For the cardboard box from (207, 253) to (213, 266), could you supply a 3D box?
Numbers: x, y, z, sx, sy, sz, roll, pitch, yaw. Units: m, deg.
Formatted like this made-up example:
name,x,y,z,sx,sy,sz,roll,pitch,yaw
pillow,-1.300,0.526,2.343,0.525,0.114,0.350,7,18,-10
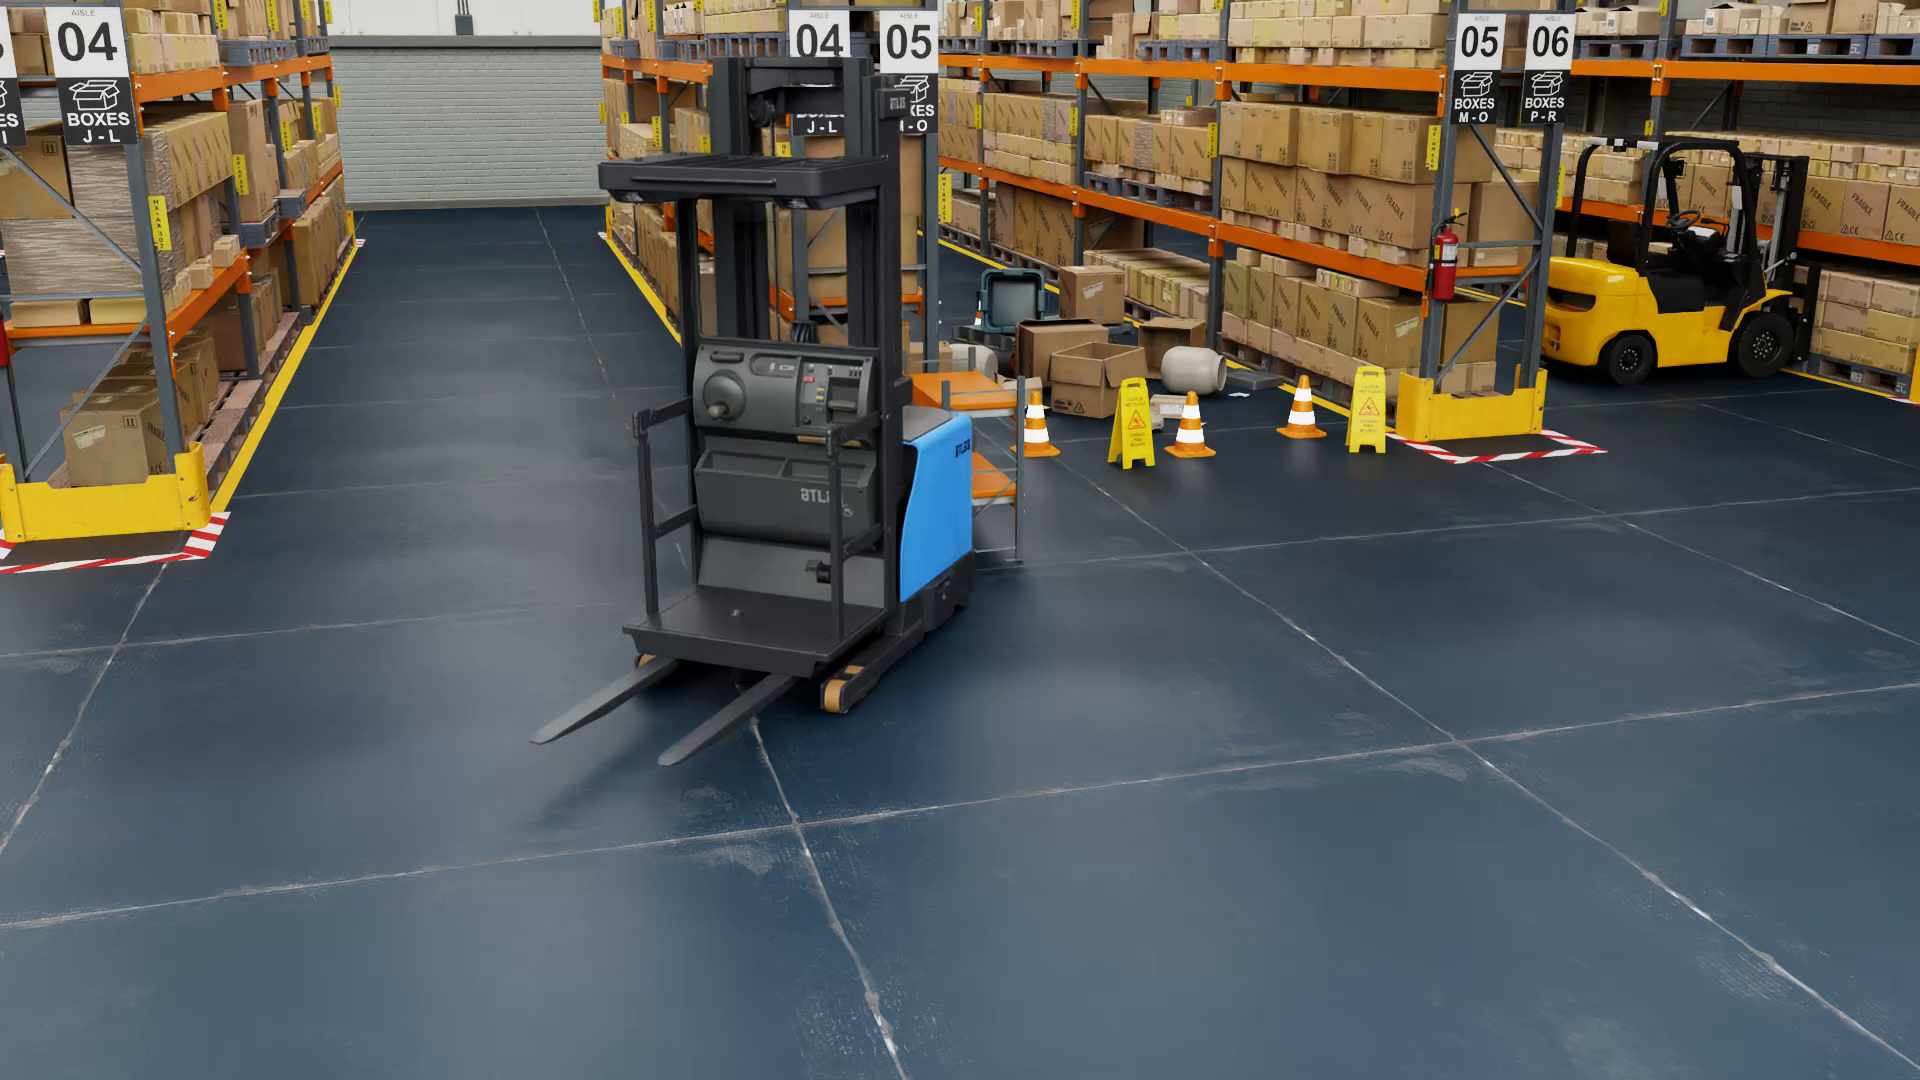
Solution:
name,x,y,z,sx,sy,sz,roll,pitch,yaw
cardboard box,-5.902,-2.089,12.630,0.380,0.149,0.250,-5,17,-15

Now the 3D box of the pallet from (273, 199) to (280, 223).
name,x,y,z,sx,sy,sz,roll,pitch,yaw
pallet,-7.056,-3.066,15.778,1.003,0.211,1.213,-5,17,-15

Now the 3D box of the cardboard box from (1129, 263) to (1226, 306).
name,x,y,z,sx,sy,sz,roll,pitch,yaw
cardboard box,2.449,-2.857,18.588,0.950,0.372,0.625,-4,17,-13

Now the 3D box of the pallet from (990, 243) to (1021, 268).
name,x,y,z,sx,sy,sz,roll,pitch,yaw
pallet,1.075,-4.049,23.564,1.003,0.211,1.213,-5,17,-15

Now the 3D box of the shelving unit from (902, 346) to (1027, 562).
name,x,y,z,sx,sy,sz,roll,pitch,yaw
shelving unit,-0.002,-0.541,10.296,0.538,1.125,1.048,-5,17,-15

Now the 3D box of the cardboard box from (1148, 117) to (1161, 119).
name,x,y,z,sx,sy,sz,roll,pitch,yaw
cardboard box,2.434,-4.631,19.234,0.500,0.500,0.500,-5,17,-16

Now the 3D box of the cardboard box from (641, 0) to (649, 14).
name,x,y,z,sx,sy,sz,roll,pitch,yaw
cardboard box,-3.577,-6.363,19.702,0.396,0.266,0.258,-5,17,-15

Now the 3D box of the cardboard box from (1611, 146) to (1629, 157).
name,x,y,z,sx,sy,sz,roll,pitch,yaw
cardboard box,7.364,-4.278,18.178,0.380,0.149,0.250,-5,17,-16

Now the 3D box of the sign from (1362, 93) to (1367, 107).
name,x,y,z,sx,sy,sz,roll,pitch,yaw
sign,6.094,-6.585,25.146,0.100,0.325,0.005,-5,17,-15

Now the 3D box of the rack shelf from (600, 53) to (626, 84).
name,x,y,z,sx,sy,sz,roll,pitch,yaw
rack shelf,-4.491,-6.818,23.972,1.077,0.370,4.000,-5,17,-15

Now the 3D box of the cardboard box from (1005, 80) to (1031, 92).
name,x,y,z,sx,sy,sz,roll,pitch,yaw
cardboard box,0.867,-6.607,24.193,0.380,0.149,0.250,-4,17,-14

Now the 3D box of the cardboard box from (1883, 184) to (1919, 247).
name,x,y,z,sx,sy,sz,roll,pitch,yaw
cardboard box,8.472,-2.829,14.483,0.500,0.500,0.500,-5,17,-16

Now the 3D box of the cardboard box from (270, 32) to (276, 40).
name,x,y,z,sx,sy,sz,roll,pitch,yaw
cardboard box,-8.221,-5.952,18.931,0.797,0.503,0.637,-5,17,-16

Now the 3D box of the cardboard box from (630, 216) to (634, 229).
name,x,y,z,sx,sy,sz,roll,pitch,yaw
cardboard box,-4.398,-4.439,23.206,0.380,0.149,0.250,-4,17,-15

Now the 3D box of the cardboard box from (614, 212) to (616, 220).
name,x,y,z,sx,sy,sz,roll,pitch,yaw
cardboard box,-5.123,-5.012,25.631,0.380,0.149,0.250,-5,17,-16

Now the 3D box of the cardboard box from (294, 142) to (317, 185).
name,x,y,z,sx,sy,sz,roll,pitch,yaw
cardboard box,-8.218,-4.611,20.415,0.500,0.500,0.500,-4,17,-14

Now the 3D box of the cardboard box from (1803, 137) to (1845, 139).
name,x,y,z,sx,sy,sz,roll,pitch,yaw
cardboard box,8.459,-3.852,16.244,0.380,0.149,0.250,-5,17,-16

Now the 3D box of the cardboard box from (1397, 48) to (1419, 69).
name,x,y,z,sx,sy,sz,roll,pitch,yaw
cardboard box,3.621,-3.732,12.884,0.380,0.149,0.250,-5,17,-15

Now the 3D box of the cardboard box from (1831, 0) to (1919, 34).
name,x,y,z,sx,sy,sz,roll,pitch,yaw
cardboard box,8.318,-4.794,14.906,0.700,0.500,0.500,-5,17,-15

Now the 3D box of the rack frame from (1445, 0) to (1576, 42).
name,x,y,z,sx,sy,sz,roll,pitch,yaw
rack frame,4.088,-5.146,11.941,1.000,3.000,0.127,-5,17,-15

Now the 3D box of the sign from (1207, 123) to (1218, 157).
name,x,y,z,sx,sy,sz,roll,pitch,yaw
sign,2.456,-3.889,16.171,0.100,0.325,0.005,-5,17,-15

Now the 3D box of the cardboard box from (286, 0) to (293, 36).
name,x,y,z,sx,sy,sz,roll,pitch,yaw
cardboard box,-9.011,-6.754,21.430,0.700,0.500,0.500,-6,18,-19

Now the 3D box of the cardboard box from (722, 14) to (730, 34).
name,x,y,z,sx,sy,sz,roll,pitch,yaw
cardboard box,-1.688,-4.116,13.260,0.380,0.149,0.250,-5,17,-16

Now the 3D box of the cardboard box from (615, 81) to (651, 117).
name,x,y,z,sx,sy,sz,roll,pitch,yaw
cardboard box,-4.605,-6.236,23.568,0.500,0.500,0.500,-4,17,-14

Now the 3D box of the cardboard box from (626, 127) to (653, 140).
name,x,y,z,sx,sy,sz,roll,pitch,yaw
cardboard box,-3.988,-5.105,20.906,0.380,0.149,0.250,-5,17,-16

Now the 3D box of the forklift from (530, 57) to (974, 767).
name,x,y,z,sx,sy,sz,roll,pitch,yaw
forklift,-0.928,-0.726,7.773,1.130,2.935,3.031,6,18,20

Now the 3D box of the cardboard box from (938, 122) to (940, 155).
name,x,y,z,sx,sy,sz,roll,pitch,yaw
cardboard box,-0.165,-6.311,26.074,0.500,0.500,0.500,-5,17,-16

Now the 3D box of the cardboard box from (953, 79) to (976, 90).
name,x,y,z,sx,sy,sz,roll,pitch,yaw
cardboard box,0.109,-6.848,24.996,0.380,0.149,0.250,-5,17,-16

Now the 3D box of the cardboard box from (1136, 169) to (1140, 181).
name,x,y,z,sx,sy,sz,roll,pitch,yaw
cardboard box,2.188,-4.088,18.555,0.380,0.149,0.250,-4,17,-13

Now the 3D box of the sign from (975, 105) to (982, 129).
name,x,y,z,sx,sy,sz,roll,pitch,yaw
sign,0.257,-6.000,23.570,0.100,0.325,0.005,-5,17,-15

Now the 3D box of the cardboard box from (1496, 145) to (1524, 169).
name,x,y,z,sx,sy,sz,roll,pitch,yaw
cardboard box,6.811,-4.620,20.009,0.500,0.250,0.500,-5,17,-17

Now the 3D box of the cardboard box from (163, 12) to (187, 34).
name,x,y,z,sx,sy,sz,roll,pitch,yaw
cardboard box,-5.805,-3.720,11.976,0.380,0.149,0.250,-4,17,-13

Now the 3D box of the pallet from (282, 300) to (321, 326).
name,x,y,z,sx,sy,sz,roll,pitch,yaw
pallet,-7.783,-2.590,18.709,1.003,0.211,1.213,-5,17,-15

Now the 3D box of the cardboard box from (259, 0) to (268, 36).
name,x,y,z,sx,sy,sz,roll,pitch,yaw
cardboard box,-7.267,-5.314,16.671,0.500,0.500,0.500,-4,17,-14

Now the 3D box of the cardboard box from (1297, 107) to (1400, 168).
name,x,y,z,sx,sy,sz,roll,pitch,yaw
cardboard box,3.363,-3.488,14.422,0.700,0.500,0.500,-5,17,-16

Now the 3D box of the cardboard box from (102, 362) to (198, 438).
name,x,y,z,sx,sy,sz,roll,pitch,yaw
cardboard box,-5.947,-1.004,12.197,0.500,0.500,0.500,-3,17,-10

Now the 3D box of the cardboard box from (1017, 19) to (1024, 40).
name,x,y,z,sx,sy,sz,roll,pitch,yaw
cardboard box,0.956,-6.632,21.607,0.396,0.266,0.258,-3,17,-11

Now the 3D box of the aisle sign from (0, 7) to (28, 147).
name,x,y,z,sx,sy,sz,roll,pitch,yaw
aisle sign,-5.712,-2.693,9.685,0.394,0.787,0.004,-5,17,-15

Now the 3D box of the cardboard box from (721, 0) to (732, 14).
name,x,y,z,sx,sy,sz,roll,pitch,yaw
cardboard box,-1.599,-4.280,13.111,0.500,0.250,0.500,-5,17,-16

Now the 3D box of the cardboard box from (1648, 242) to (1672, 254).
name,x,y,z,sx,sy,sz,roll,pitch,yaw
cardboard box,7.591,-2.977,17.460,0.500,0.250,0.500,-5,17,-16

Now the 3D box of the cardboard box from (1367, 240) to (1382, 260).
name,x,y,z,sx,sy,sz,roll,pitch,yaw
cardboard box,3.553,-2.373,13.574,0.380,0.149,0.250,-5,17,-16

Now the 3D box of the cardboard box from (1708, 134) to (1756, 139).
name,x,y,z,sx,sy,sz,roll,pitch,yaw
cardboard box,7.800,-4.027,16.825,0.380,0.149,0.250,-5,17,-16

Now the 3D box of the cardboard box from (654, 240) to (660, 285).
name,x,y,z,sx,sy,sz,roll,pitch,yaw
cardboard box,-3.414,-3.375,20.090,0.500,0.500,0.500,-4,17,-13

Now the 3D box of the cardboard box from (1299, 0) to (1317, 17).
name,x,y,z,sx,sy,sz,roll,pitch,yaw
cardboard box,3.172,-4.608,14.416,0.380,0.149,0.250,-5,17,-16

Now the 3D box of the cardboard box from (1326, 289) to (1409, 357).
name,x,y,z,sx,sy,sz,roll,pitch,yaw
cardboard box,3.470,-1.861,14.180,0.500,0.500,0.500,-4,17,-13

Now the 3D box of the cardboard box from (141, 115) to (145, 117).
name,x,y,z,sx,sy,sz,roll,pitch,yaw
cardboard box,-6.522,-2.982,12.736,0.500,0.500,0.500,-5,17,-15

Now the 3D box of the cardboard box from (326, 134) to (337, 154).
name,x,y,z,sx,sy,sz,roll,pitch,yaw
cardboard box,-9.310,-5.732,24.064,0.500,0.250,0.500,-5,17,-16

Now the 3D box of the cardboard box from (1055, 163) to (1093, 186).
name,x,y,z,sx,sy,sz,roll,pitch,yaw
cardboard box,1.501,-4.533,20.589,0.500,0.250,0.500,-5,18,-17

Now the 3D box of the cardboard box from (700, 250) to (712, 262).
name,x,y,z,sx,sy,sz,roll,pitch,yaw
cardboard box,-2.262,-2.515,16.792,1.050,0.750,0.750,-5,17,-15

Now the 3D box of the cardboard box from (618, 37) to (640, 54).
name,x,y,z,sx,sy,sz,roll,pitch,yaw
cardboard box,-4.336,-6.652,22.429,0.500,0.250,0.500,-4,17,-14

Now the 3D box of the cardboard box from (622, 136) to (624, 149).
name,x,y,z,sx,sy,sz,roll,pitch,yaw
cardboard box,-4.202,-5.179,21.669,0.380,0.149,0.250,-5,17,-16

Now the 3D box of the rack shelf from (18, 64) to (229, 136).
name,x,y,z,sx,sy,sz,roll,pitch,yaw
rack shelf,-5.990,-3.134,11.709,1.077,0.370,4.000,-5,17,-15

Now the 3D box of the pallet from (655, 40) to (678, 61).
name,x,y,z,sx,sy,sz,roll,pitch,yaw
pallet,-2.614,-5.238,17.791,1.213,0.211,1.003,-4,17,-13

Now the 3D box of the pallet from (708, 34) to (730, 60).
name,x,y,z,sx,sy,sz,roll,pitch,yaw
pallet,-1.528,-4.127,13.916,1.003,0.211,1.213,-5,17,-15

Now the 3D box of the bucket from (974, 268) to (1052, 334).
name,x,y,z,sx,sy,sz,roll,pitch,yaw
bucket,0.511,-2.265,15.825,0.726,0.611,0.620,1,7,4

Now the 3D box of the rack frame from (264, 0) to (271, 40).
name,x,y,z,sx,sy,sz,roll,pitch,yaw
rack frame,-7.639,-6.575,16.699,1.000,3.000,0.127,-5,17,-15
